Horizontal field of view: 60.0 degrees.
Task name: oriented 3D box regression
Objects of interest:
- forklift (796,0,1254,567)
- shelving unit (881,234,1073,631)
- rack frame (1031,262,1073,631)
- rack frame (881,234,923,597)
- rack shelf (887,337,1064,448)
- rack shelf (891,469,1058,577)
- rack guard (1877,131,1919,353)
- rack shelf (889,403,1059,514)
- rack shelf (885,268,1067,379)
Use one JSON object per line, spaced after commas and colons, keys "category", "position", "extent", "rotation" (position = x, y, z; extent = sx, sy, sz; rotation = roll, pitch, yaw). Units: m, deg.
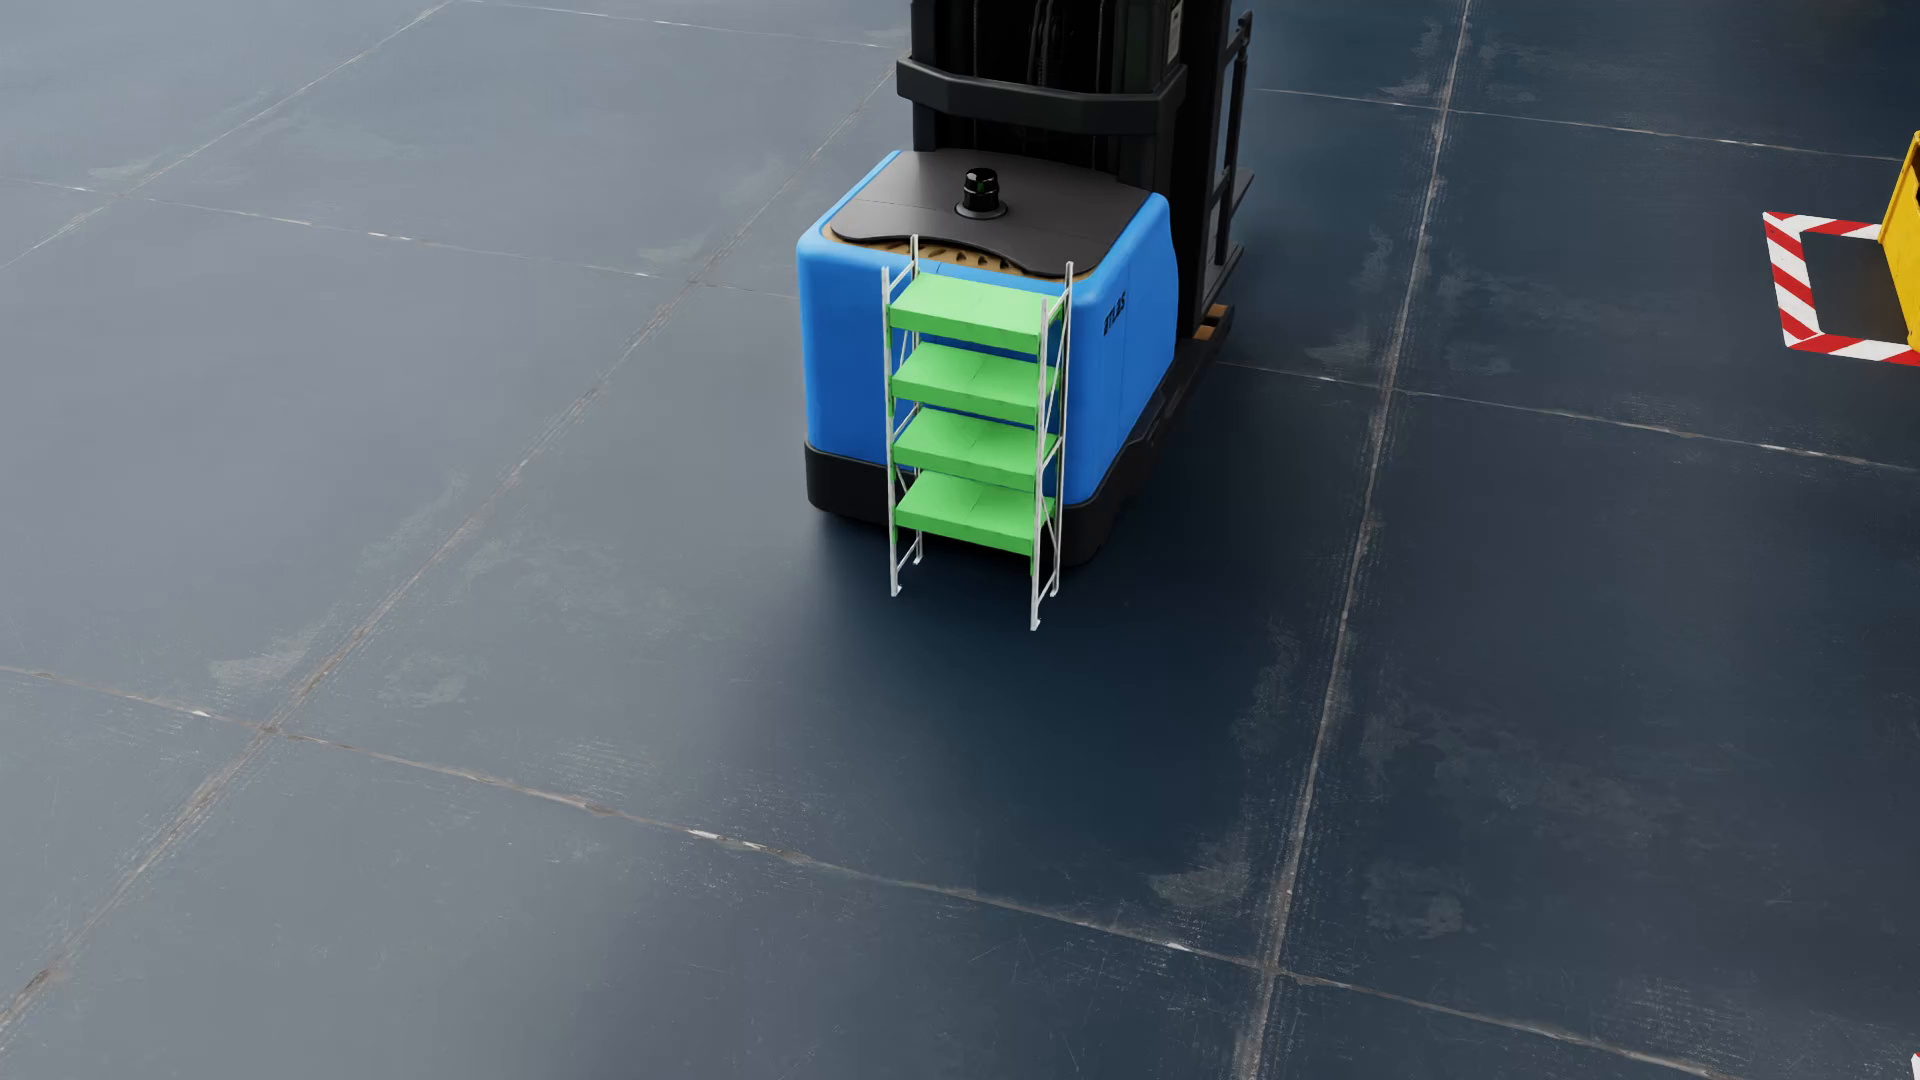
{"category": "forklift", "position": [0.484, -1.963, 5.944], "extent": [1.130, 2.935, 3.031], "rotation": [13, 38, 17]}
{"category": "shelving unit", "position": [0.051, -0.309, 5.158], "extent": [0.503, 1.200, 0.258], "rotation": [13, 38, 17]}
{"category": "rack frame", "position": [0.278, -0.256, 5.086], "extent": [0.015, 1.200, 0.240], "rotation": [13, 38, 17]}
{"category": "rack frame", "position": [-0.177, -0.362, 5.229], "extent": [0.015, 1.200, 0.240], "rotation": [13, 38, 17]}
{"category": "rack shelf", "position": [0.051, -0.451, 5.053], "extent": [0.480, 0.148, 0.258], "rotation": [13, 38, 17]}
{"category": "rack shelf", "position": [0.051, -0.064, 5.338], "extent": [0.480, 0.148, 0.258], "rotation": [13, 38, 17]}
{"category": "rack guard", "position": [4.222, -1.263, 7.045], "extent": [0.348, 0.500, 1.175], "rotation": [10, 38, 14]}
{"category": "rack shelf", "position": [0.051, -0.258, 5.196], "extent": [0.480, 0.148, 0.258], "rotation": [13, 38, 17]}
{"category": "rack shelf", "position": [0.051, -0.644, 4.911], "extent": [0.480, 0.148, 0.258], "rotation": [13, 38, 17]}
